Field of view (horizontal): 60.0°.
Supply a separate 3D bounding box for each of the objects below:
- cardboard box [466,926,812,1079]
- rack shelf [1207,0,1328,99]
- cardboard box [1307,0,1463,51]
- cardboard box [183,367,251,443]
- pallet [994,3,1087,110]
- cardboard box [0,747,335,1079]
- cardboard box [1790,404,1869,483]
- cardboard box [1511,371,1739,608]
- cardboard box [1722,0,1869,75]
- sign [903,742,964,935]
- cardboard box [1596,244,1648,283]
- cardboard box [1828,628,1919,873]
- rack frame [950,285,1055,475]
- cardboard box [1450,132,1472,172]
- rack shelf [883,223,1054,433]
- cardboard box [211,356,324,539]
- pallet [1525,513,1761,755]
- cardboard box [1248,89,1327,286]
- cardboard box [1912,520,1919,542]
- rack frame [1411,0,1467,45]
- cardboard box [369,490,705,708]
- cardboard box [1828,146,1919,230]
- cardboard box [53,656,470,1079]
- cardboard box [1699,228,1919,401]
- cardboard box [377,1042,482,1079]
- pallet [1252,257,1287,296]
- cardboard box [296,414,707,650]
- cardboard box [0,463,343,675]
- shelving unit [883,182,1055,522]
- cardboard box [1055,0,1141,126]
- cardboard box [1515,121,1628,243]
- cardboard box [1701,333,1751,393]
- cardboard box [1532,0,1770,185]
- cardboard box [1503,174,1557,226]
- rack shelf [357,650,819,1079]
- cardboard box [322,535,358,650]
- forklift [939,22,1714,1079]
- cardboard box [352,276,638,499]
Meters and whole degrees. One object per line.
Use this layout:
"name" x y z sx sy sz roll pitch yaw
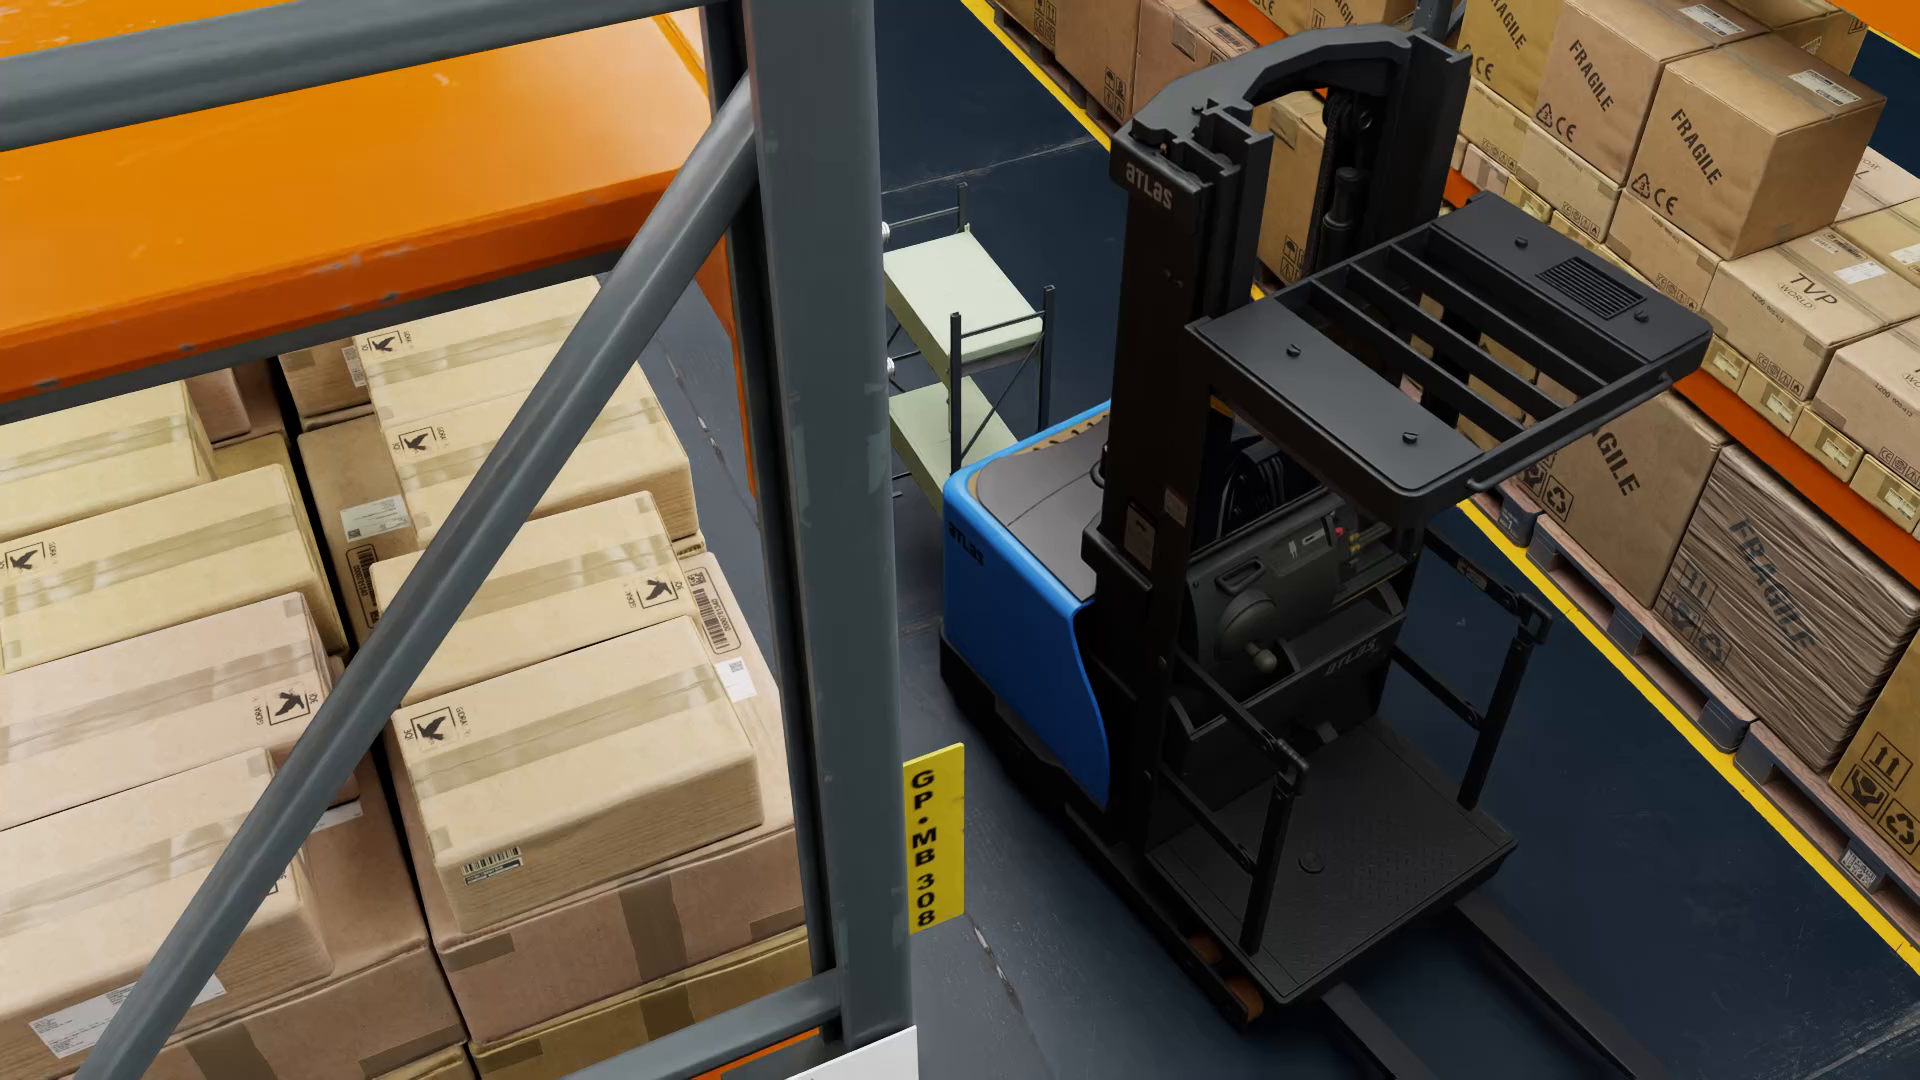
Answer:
"cardboard box" -0.491 0.510 2.437 0.500 0.250 0.500 -16 47 -16
"rack shelf" 1.486 -3.082 8.618 1.077 0.370 4.000 -18 47 -17
"cardboard box" 1.882 -2.316 7.259 0.500 0.500 0.500 -18 47 -17
"cardboard box" -1.325 -0.238 2.556 0.380 0.149 0.250 -19 48 -18
"pallet" 0.908 -3.095 10.105 1.003 0.211 1.213 -18 47 -17
"cardboard box" -0.940 0.427 1.882 0.380 0.149 0.250 -18 48 -18
"cardboard box" 3.020 -0.370 5.537 0.380 0.149 0.250 -18 47 -17
"cardboard box" 2.910 -0.439 6.641 0.875 0.875 0.875 -18 47 -17
"cardboard box" 2.970 -1.848 6.217 0.500 0.500 0.500 -18 47 -17
"sign" -0.042 0.347 1.873 0.100 0.325 0.005 -18 47 -17
"cardboard box" 2.591 -1.022 6.198 0.380 0.149 0.250 -19 48 -18
"cardboard box" 3.667 0.709 5.479 0.875 0.875 0.875 -18 47 -17
"rack frame" 0.151 -0.305 6.360 0.400 1.500 0.023 -18 47 -17
"cardboard box" 2.149 -1.687 6.872 0.380 0.149 0.250 -18 47 -17
"rack shelf" -0.003 -0.816 6.322 0.431 0.370 0.720 -18 47 -17
"cardboard box" -1.388 -0.177 2.778 0.500 0.250 0.500 -17 47 -17
"pallet" 3.092 0.216 6.750 1.003 0.211 1.213 -18 47 -17
"cardboard box" 2.040 -1.858 8.080 1.225 0.875 0.875 -18 47 -17
"cardboard box" 3.240 -0.040 5.202 0.380 0.149 0.250 -17 47 -17
"rack frame" 2.327 -2.063 7.074 1.000 3.000 0.127 -18 47 -17
"cardboard box" -0.555 0.111 2.202 0.380 0.149 0.250 -16 47 -16
"cardboard box" 3.185 -1.257 6.153 0.500 0.250 0.500 -17 47 -17
"cardboard box" -0.959 0.476 2.116 0.500 0.250 0.500 -19 48 -19
"cardboard box" 2.914 -0.775 5.664 0.500 0.250 0.500 -18 47 -17
"cardboard box" -0.965 0.660 2.285 0.500 0.250 0.500 -19 48 -18
"pallet" 1.934 -1.540 8.529 1.003 0.211 1.213 -18 47 -17
"cardboard box" -0.703 0.005 2.593 0.500 0.250 0.500 -19 48 -18
"cardboard box" -1.064 0.078 2.236 0.380 0.149 0.250 -19 48 -19
"shelving unit" -0.003 -0.538 6.596 0.431 1.500 0.755 -18 47 -17
"cardboard box" 1.284 -2.989 9.226 1.225 0.875 0.875 -18 47 -17
"cardboard box" 2.491 -1.420 6.318 0.500 0.250 0.500 -18 47 -18
"cardboard box" 2.806 -0.694 5.865 0.380 0.149 0.250 -19 48 -19
"cardboard box" 2.496 -1.686 6.053 0.500 0.500 0.500 -18 47 -17
"cardboard box" 2.371 -1.352 6.532 0.380 0.149 0.250 -17 47 -16
"rack shelf" -1.375 -0.200 3.562 1.077 0.370 4.000 -18 47 -17
"cardboard box" -1.383 0.017 2.937 0.500 0.250 0.500 -16 47 -16
"forklift" 1.173 0.162 4.868 1.130 2.935 3.031 -26 50 -24
"cardboard box" -0.704 -0.239 2.557 0.380 0.149 0.250 -17 47 -17
